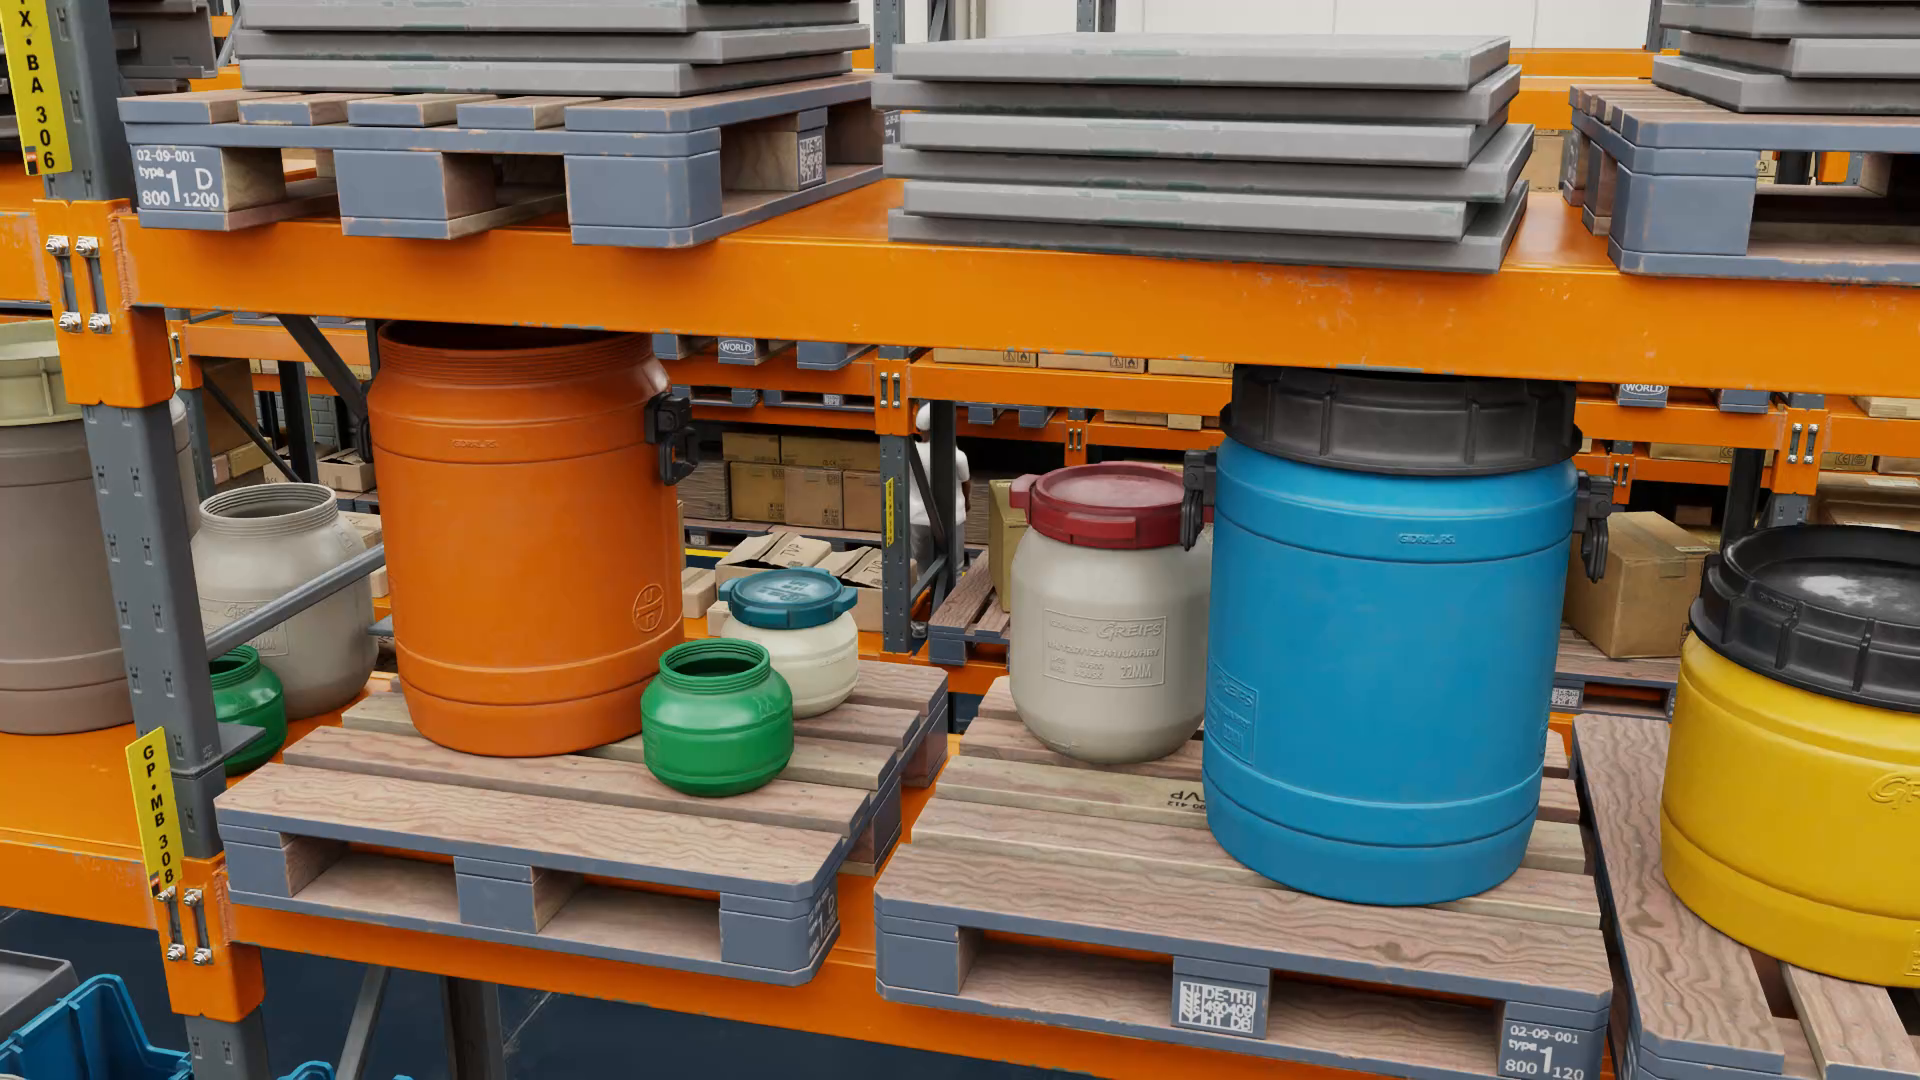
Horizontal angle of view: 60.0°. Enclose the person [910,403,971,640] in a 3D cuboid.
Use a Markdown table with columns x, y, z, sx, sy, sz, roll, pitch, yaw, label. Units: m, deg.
| x | y | z | sx | sy | sz | roll | pitch | yaw | label |
| --- | --- | --- | --- | --- | --- | --- | --- | --- | --- |
| -0.159 | -0.159 | 12.012 | 0.503 | 1.760 | 0.577 | 5 | 19 | 14 | person |
